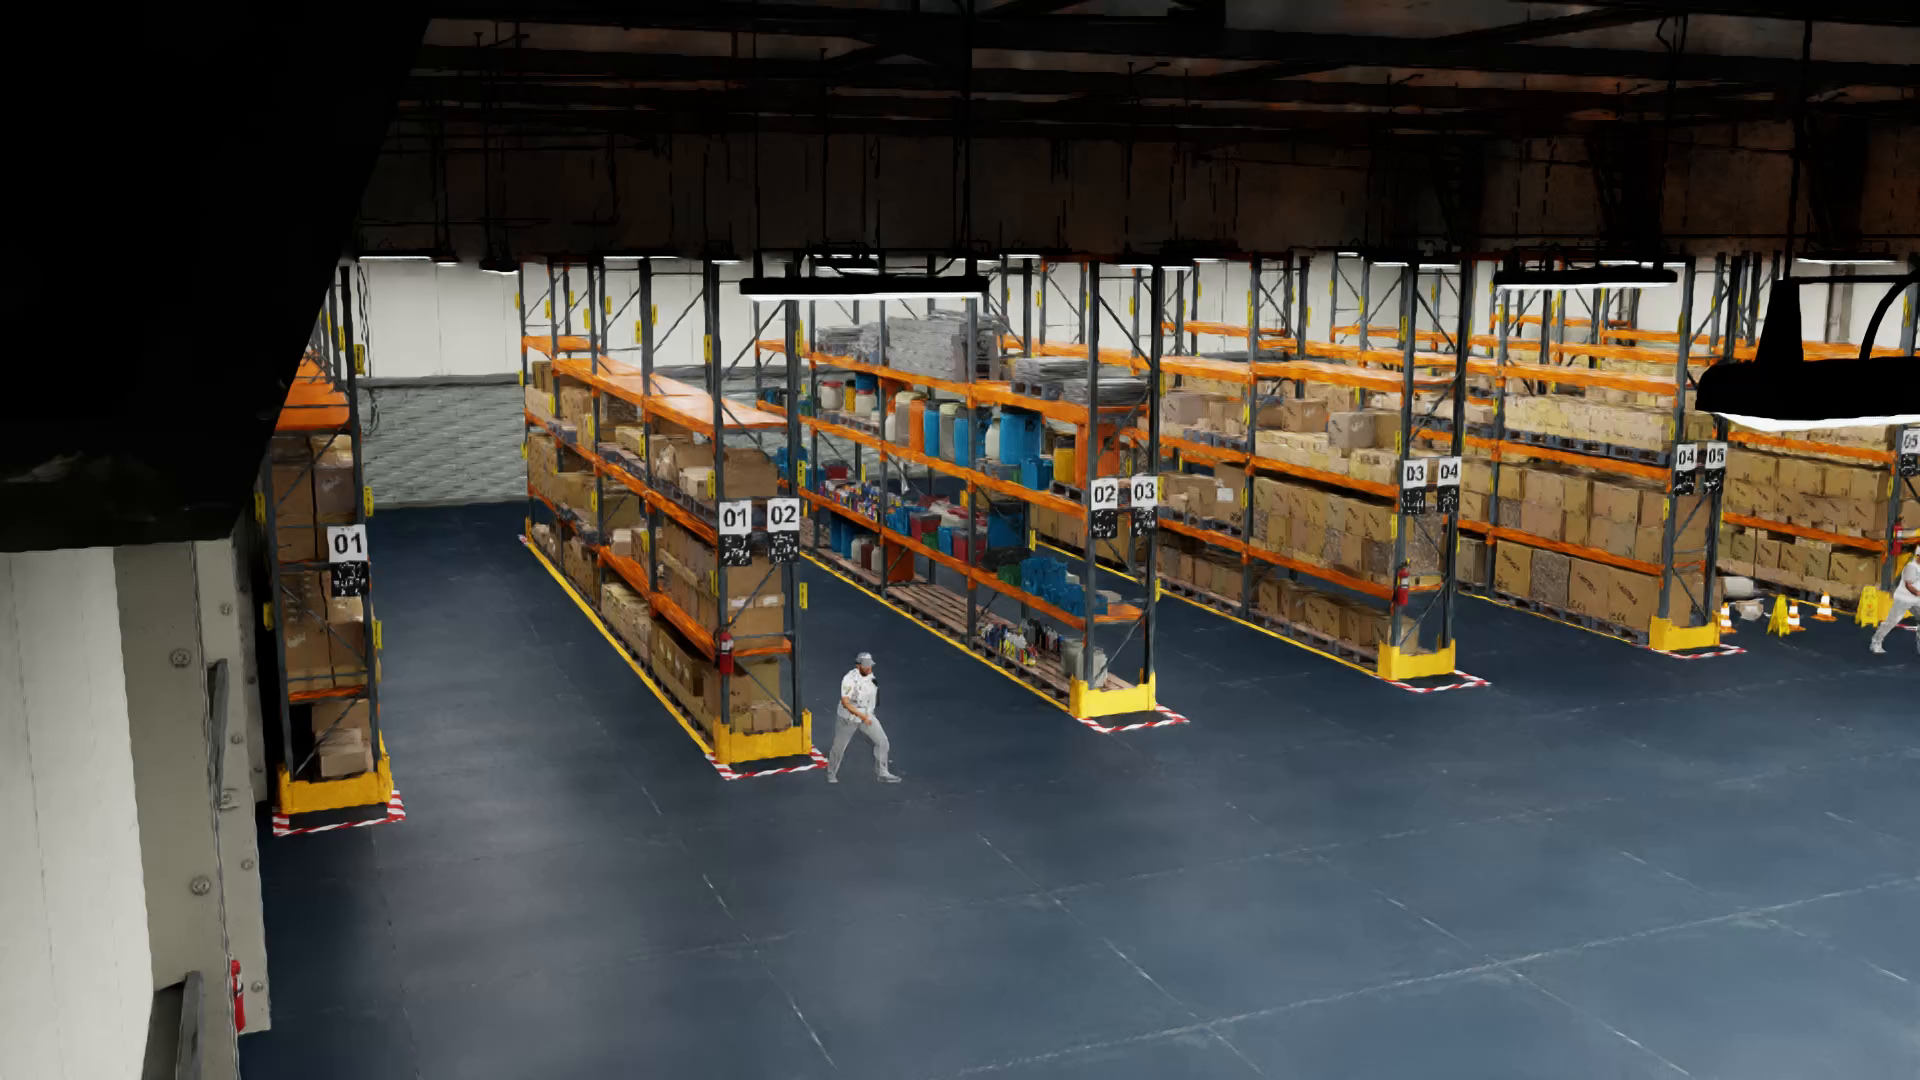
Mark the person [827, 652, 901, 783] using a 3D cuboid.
[{"bbox_3d":[-1.179,2.051,19.366,0.657,1.601,0.794,-9,14,-40],"label":"person"}]

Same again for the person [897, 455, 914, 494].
[{"bbox_3d":[-1.344,-1.939,41.293,0.408,1.533,0.961,-2,11,-13],"label":"person"}]

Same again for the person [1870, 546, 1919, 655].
[{"bbox_3d":[14.434,0.903,25.299,0.703,1.718,0.843,-8,13,-38],"label":"person"}]

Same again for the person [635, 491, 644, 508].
[{"bbox_3d":[-7.108,-1.166,36.592,0.600,1.725,1.111,-5,11,-23],"label":"person"}]
